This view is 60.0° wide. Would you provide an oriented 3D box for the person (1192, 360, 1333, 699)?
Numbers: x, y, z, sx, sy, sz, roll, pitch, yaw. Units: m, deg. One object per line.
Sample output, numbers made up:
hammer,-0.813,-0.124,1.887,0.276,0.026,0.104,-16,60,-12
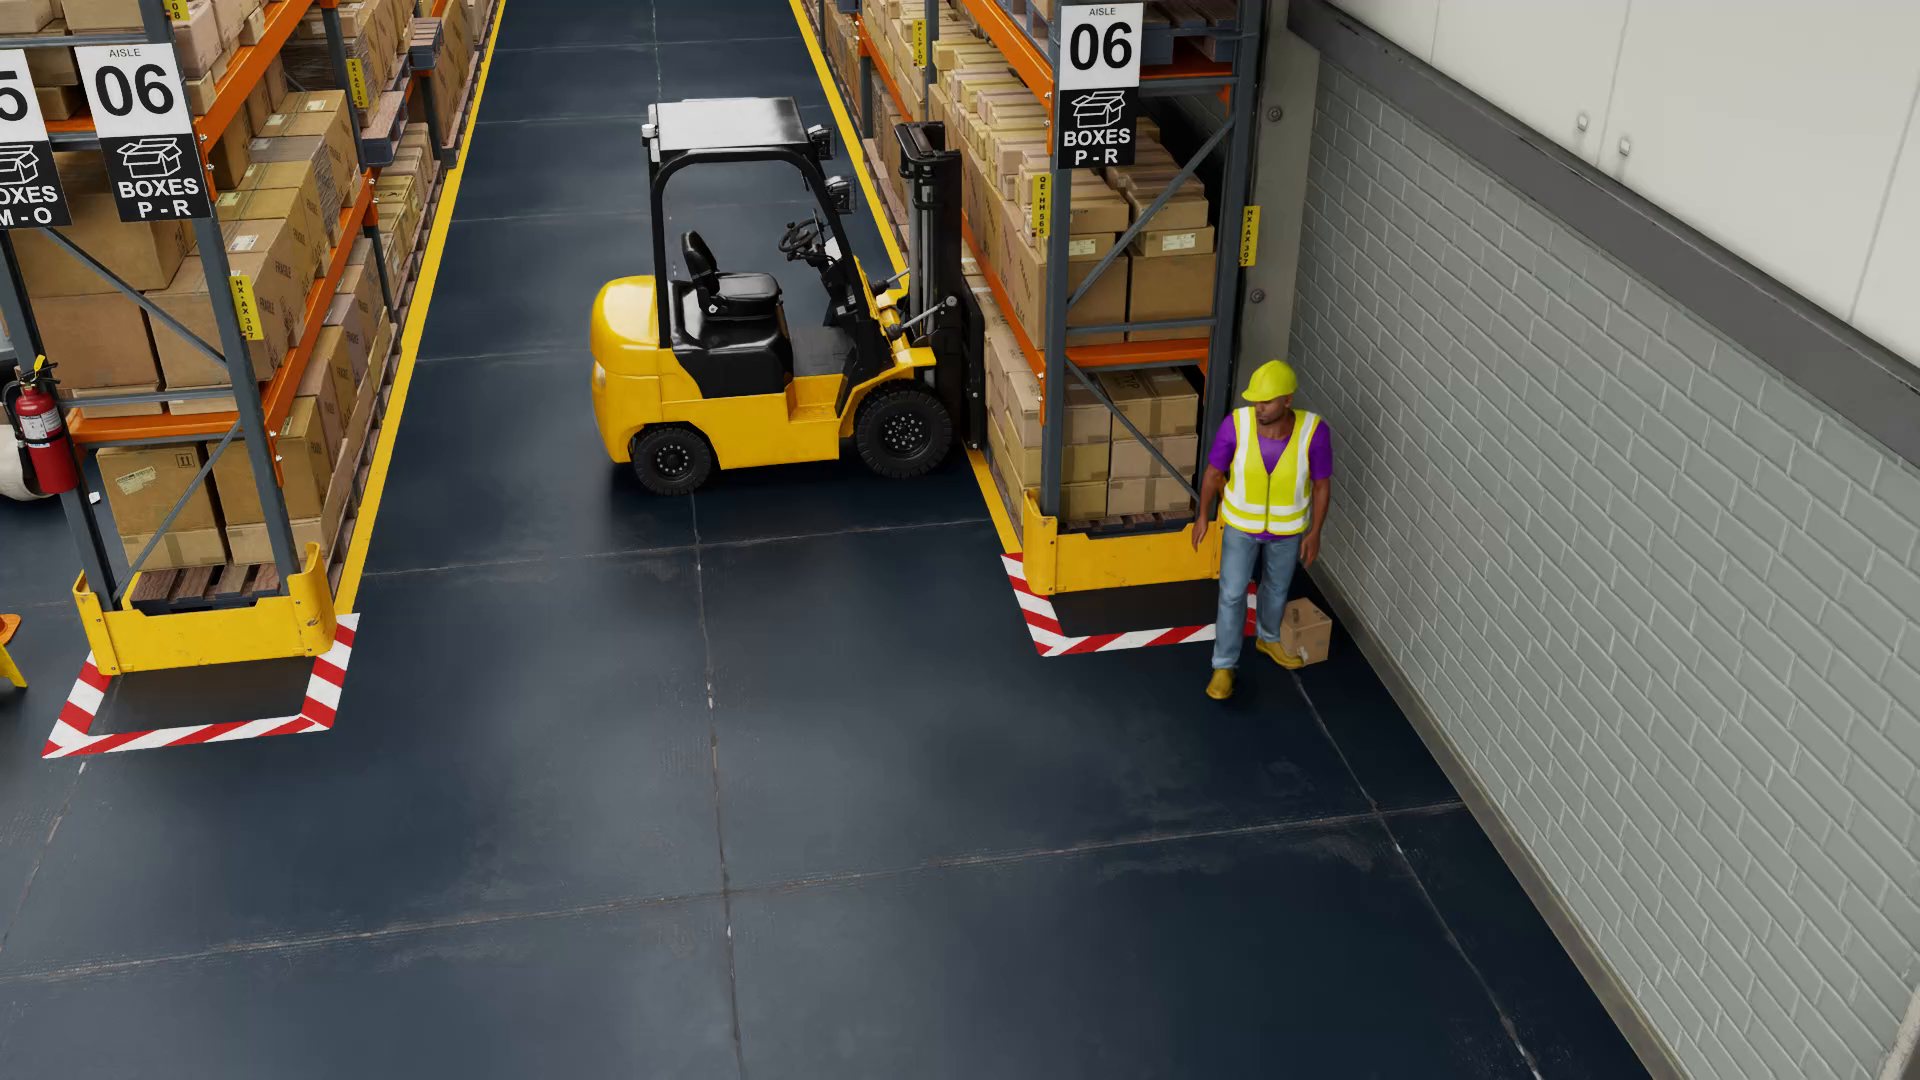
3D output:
person,1.473,-0.061,8.183,0.647,1.766,0.607,3,31,5
